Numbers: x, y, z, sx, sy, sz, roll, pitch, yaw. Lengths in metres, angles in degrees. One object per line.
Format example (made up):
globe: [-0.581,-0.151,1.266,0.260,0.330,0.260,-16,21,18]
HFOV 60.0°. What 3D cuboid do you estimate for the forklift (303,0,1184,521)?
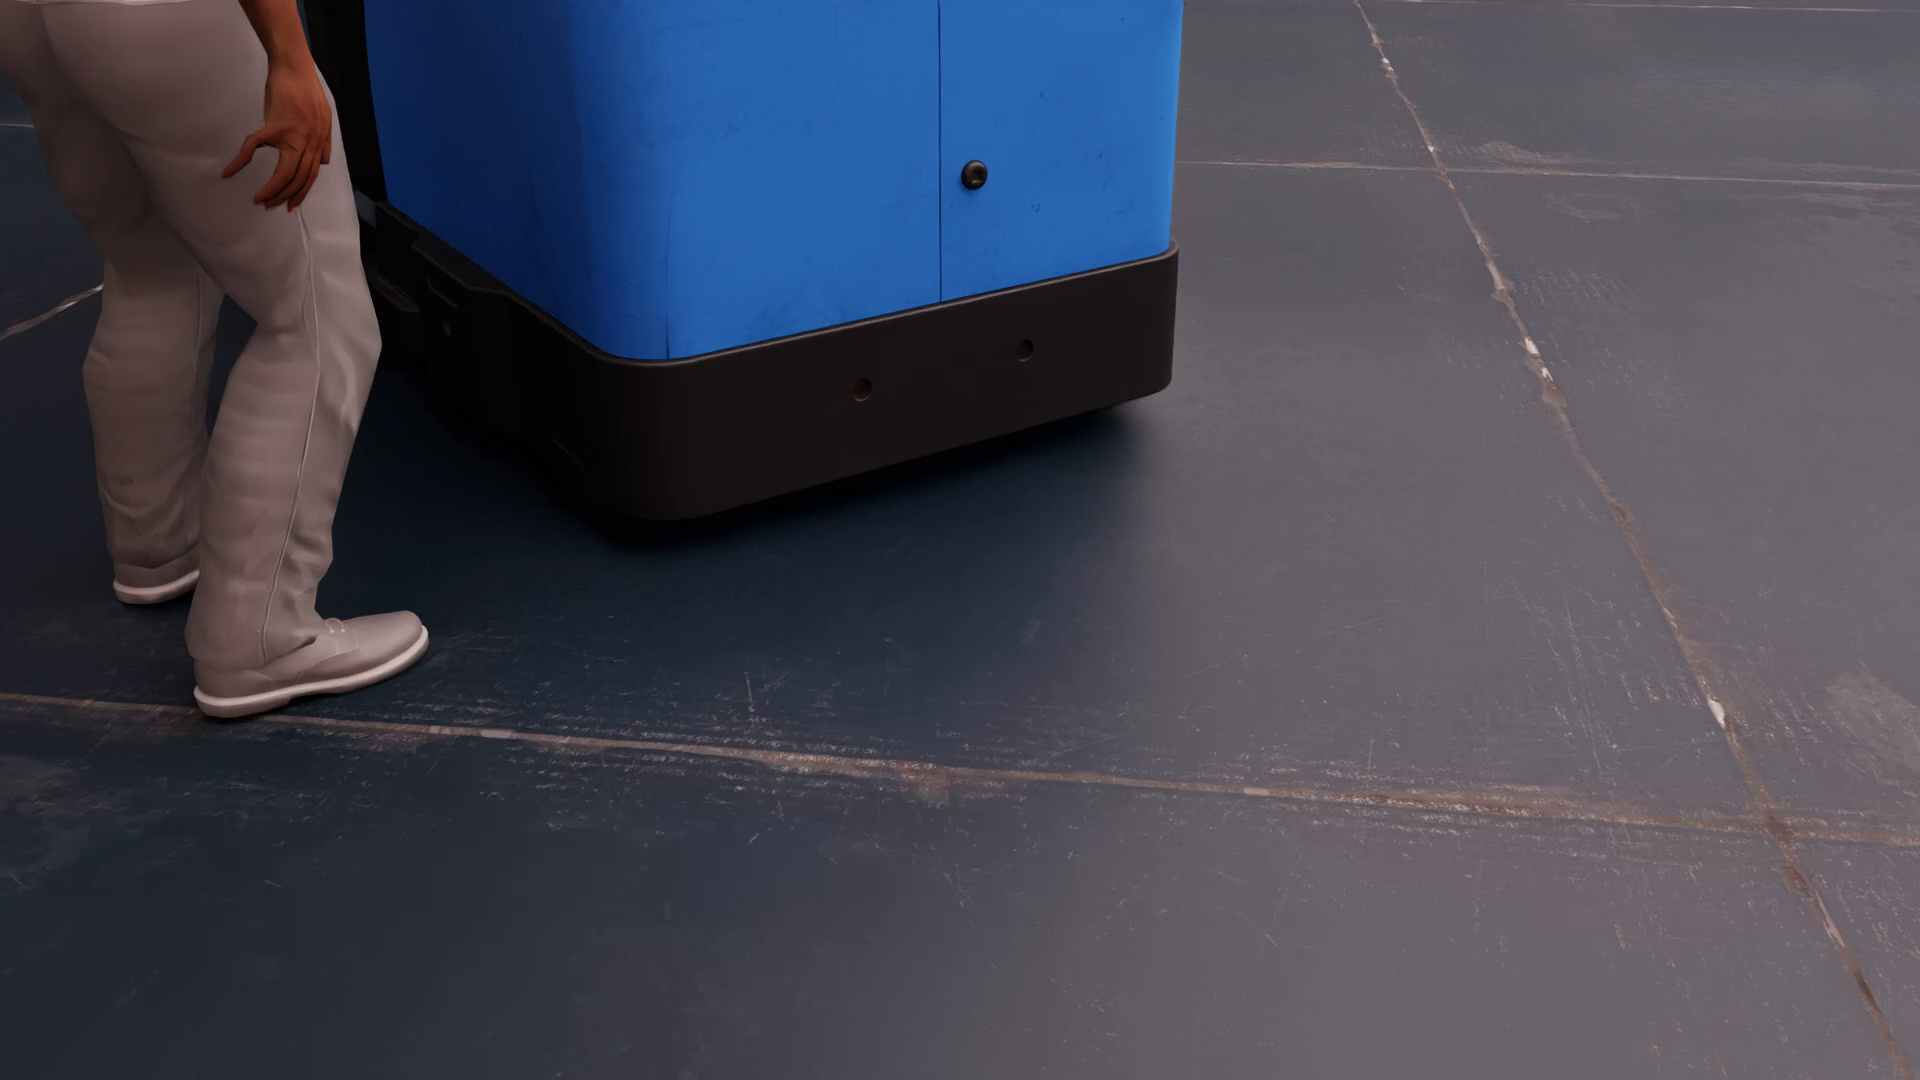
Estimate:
forklift: [-0.879,-1.944,3.115,1.130,2.935,3.031,-17,31,-30]

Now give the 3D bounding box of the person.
person: [-0.908,-0.596,1.871,0.727,1.636,0.377,20,33,34]
